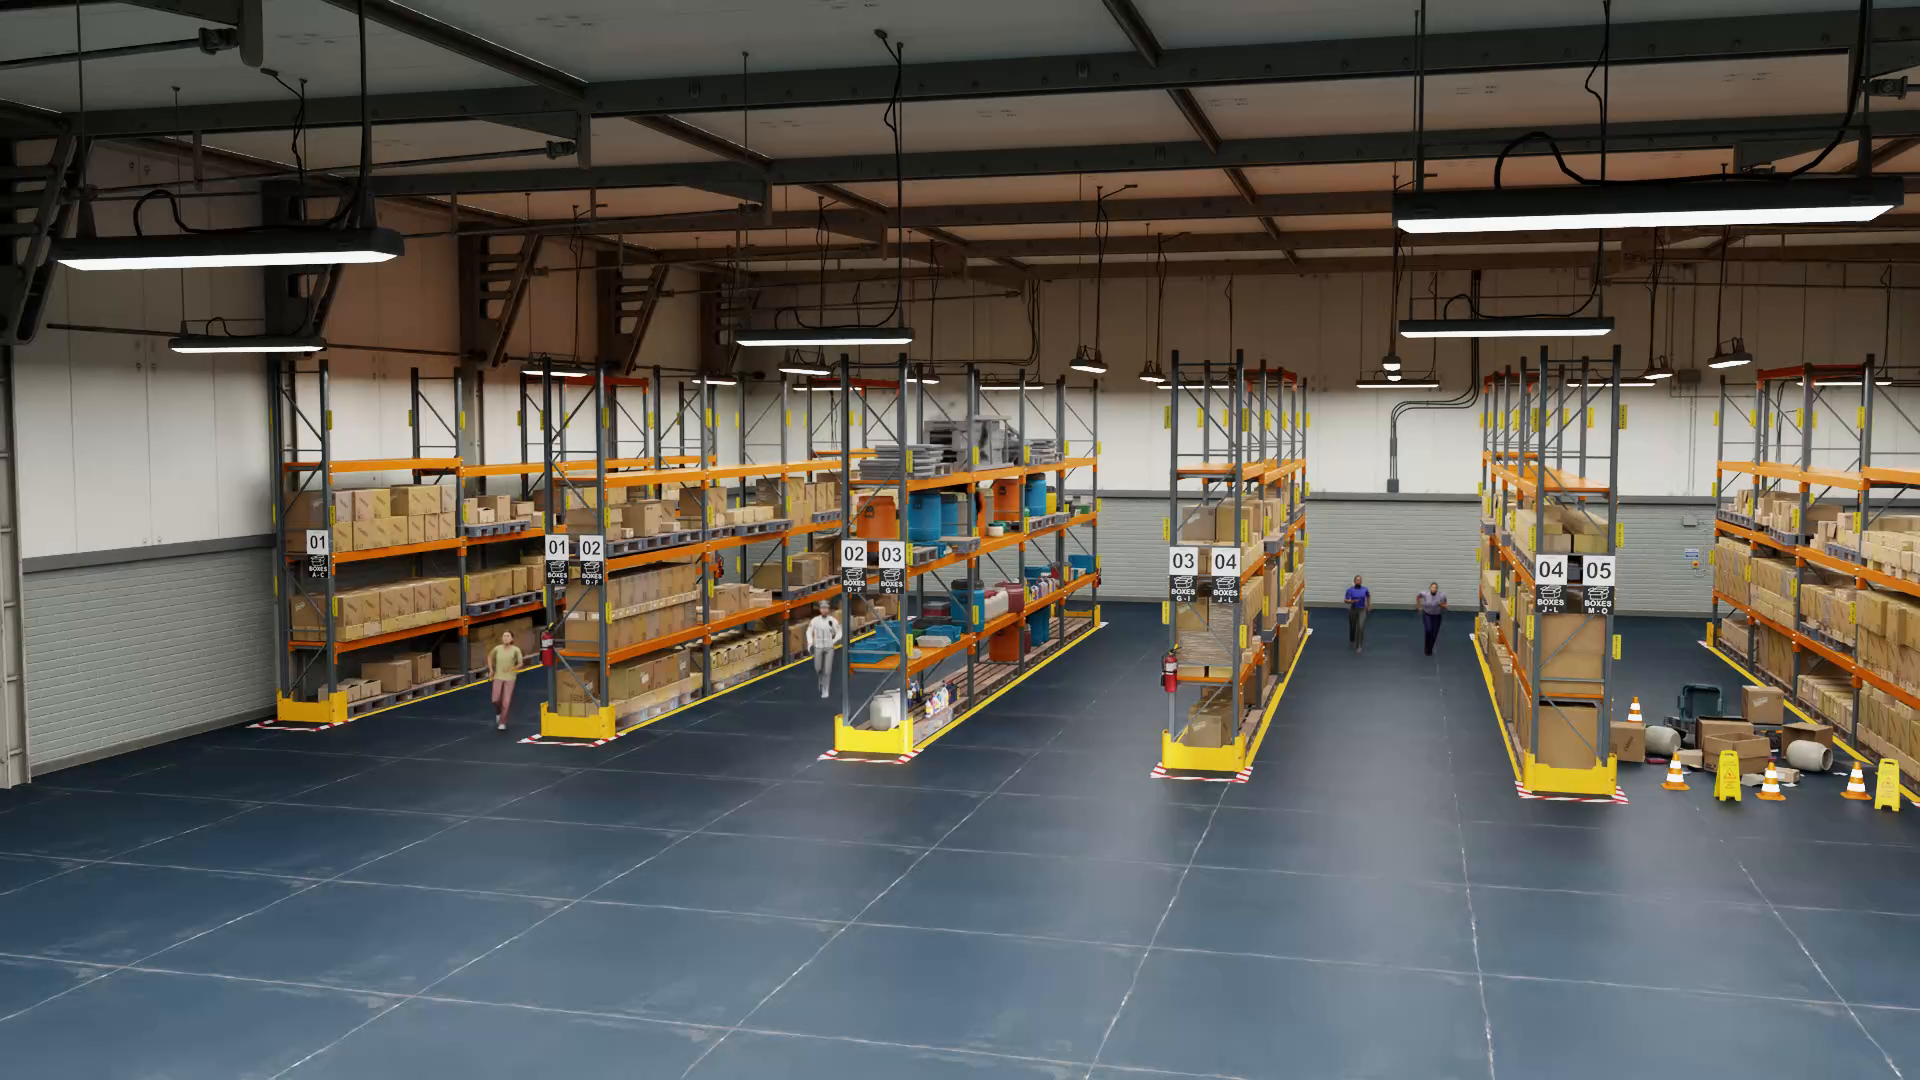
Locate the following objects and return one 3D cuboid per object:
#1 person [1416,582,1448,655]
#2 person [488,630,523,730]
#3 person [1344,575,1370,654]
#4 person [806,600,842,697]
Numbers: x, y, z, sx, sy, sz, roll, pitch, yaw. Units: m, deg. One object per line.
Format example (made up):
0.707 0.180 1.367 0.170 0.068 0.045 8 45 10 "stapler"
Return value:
9.987 1.663 35.204 0.592 1.571 0.841 0 4 4 "person"
-7.346 2.257 26.862 0.575 1.613 0.522 -1 4 -11 "person"
8.548 1.577 35.794 0.573 1.647 0.938 1 4 8 "person"
-2.317 1.849 28.353 0.626 1.664 0.493 0 4 0 "person"
